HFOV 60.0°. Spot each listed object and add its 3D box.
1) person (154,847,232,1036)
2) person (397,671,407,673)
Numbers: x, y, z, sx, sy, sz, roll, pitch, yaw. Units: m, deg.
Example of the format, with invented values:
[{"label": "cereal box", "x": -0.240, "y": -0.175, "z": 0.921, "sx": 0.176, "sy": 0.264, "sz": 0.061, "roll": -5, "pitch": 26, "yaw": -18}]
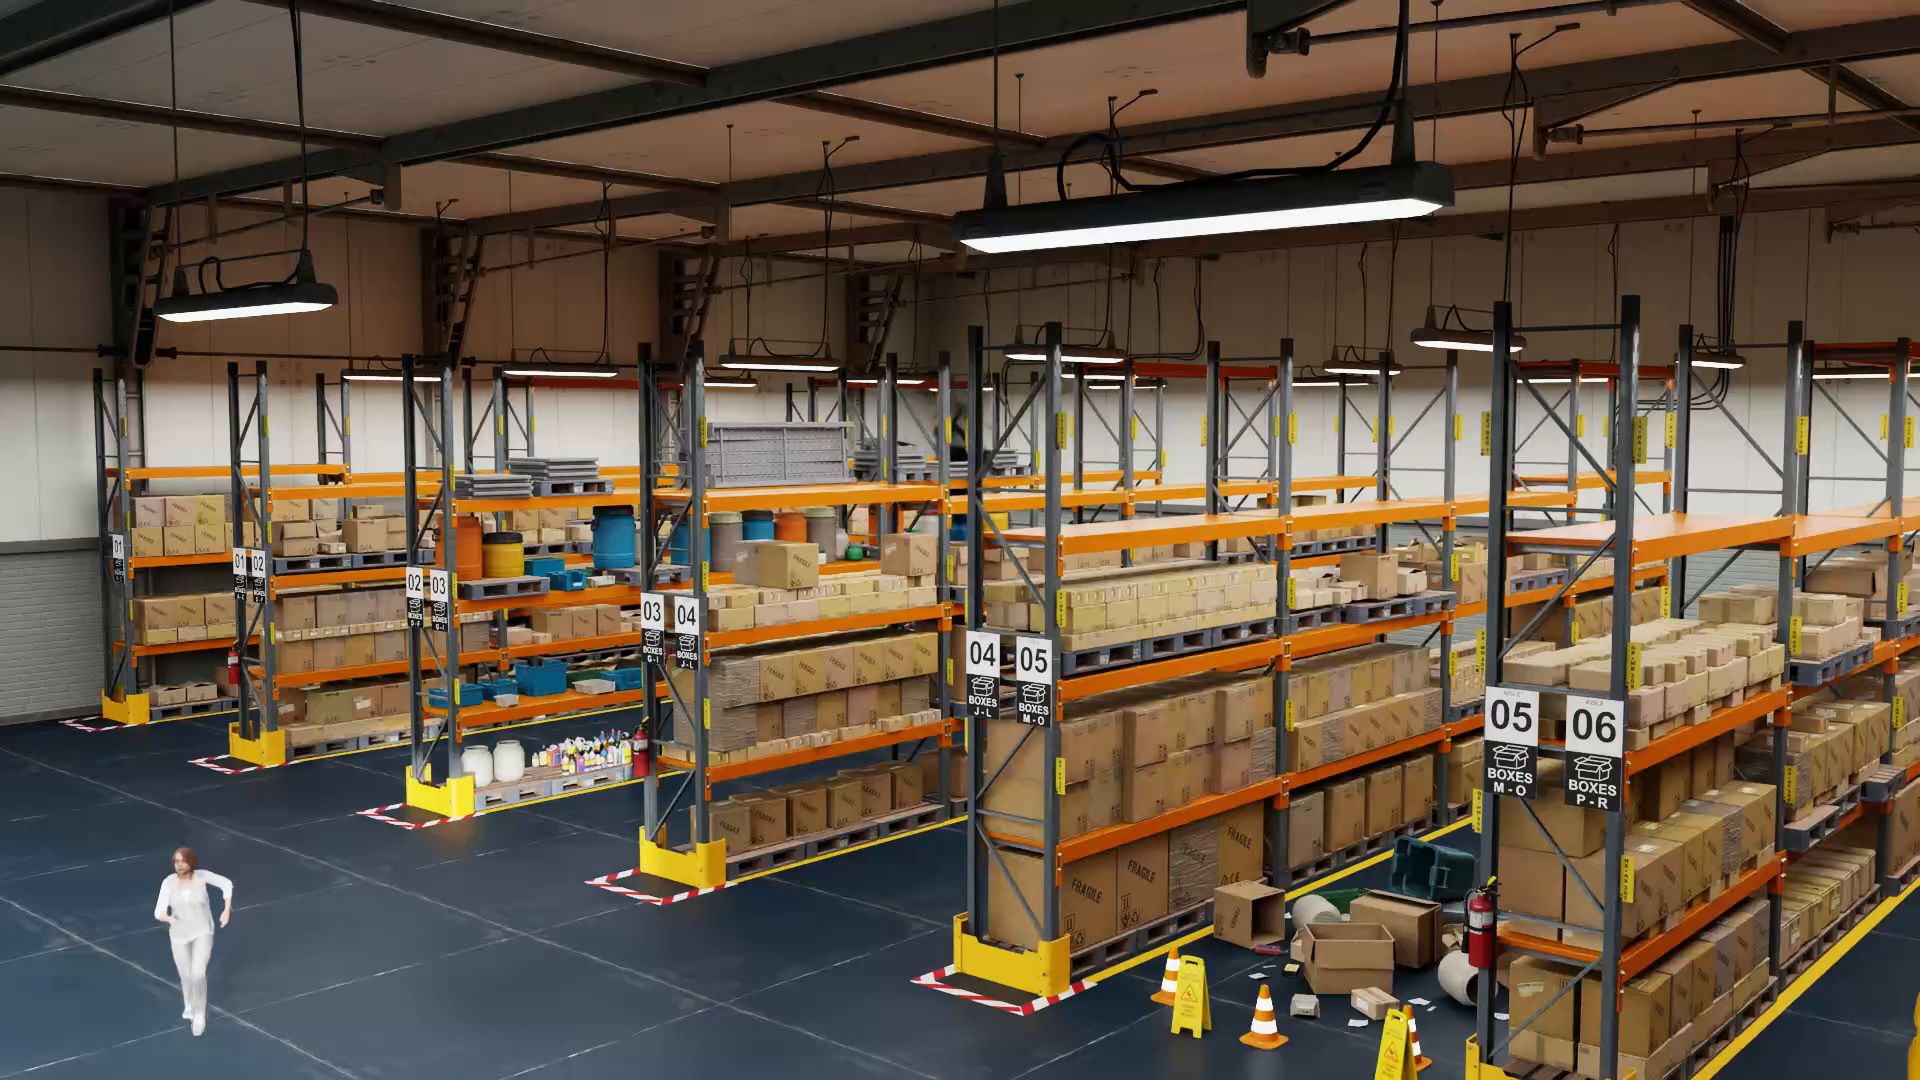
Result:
[{"label": "person", "x": -6.417, "y": 3.336, "z": 13.930, "sx": 0.548, "sy": 1.582, "sz": 0.808, "roll": -1, "pitch": 4, "yaw": -11}, {"label": "person", "x": -9.695, "y": 2.235, "z": 28.965, "sx": 0.574, "sy": 1.603, "sz": 0.561, "roll": 2, "pitch": 5, "yaw": 31}]
